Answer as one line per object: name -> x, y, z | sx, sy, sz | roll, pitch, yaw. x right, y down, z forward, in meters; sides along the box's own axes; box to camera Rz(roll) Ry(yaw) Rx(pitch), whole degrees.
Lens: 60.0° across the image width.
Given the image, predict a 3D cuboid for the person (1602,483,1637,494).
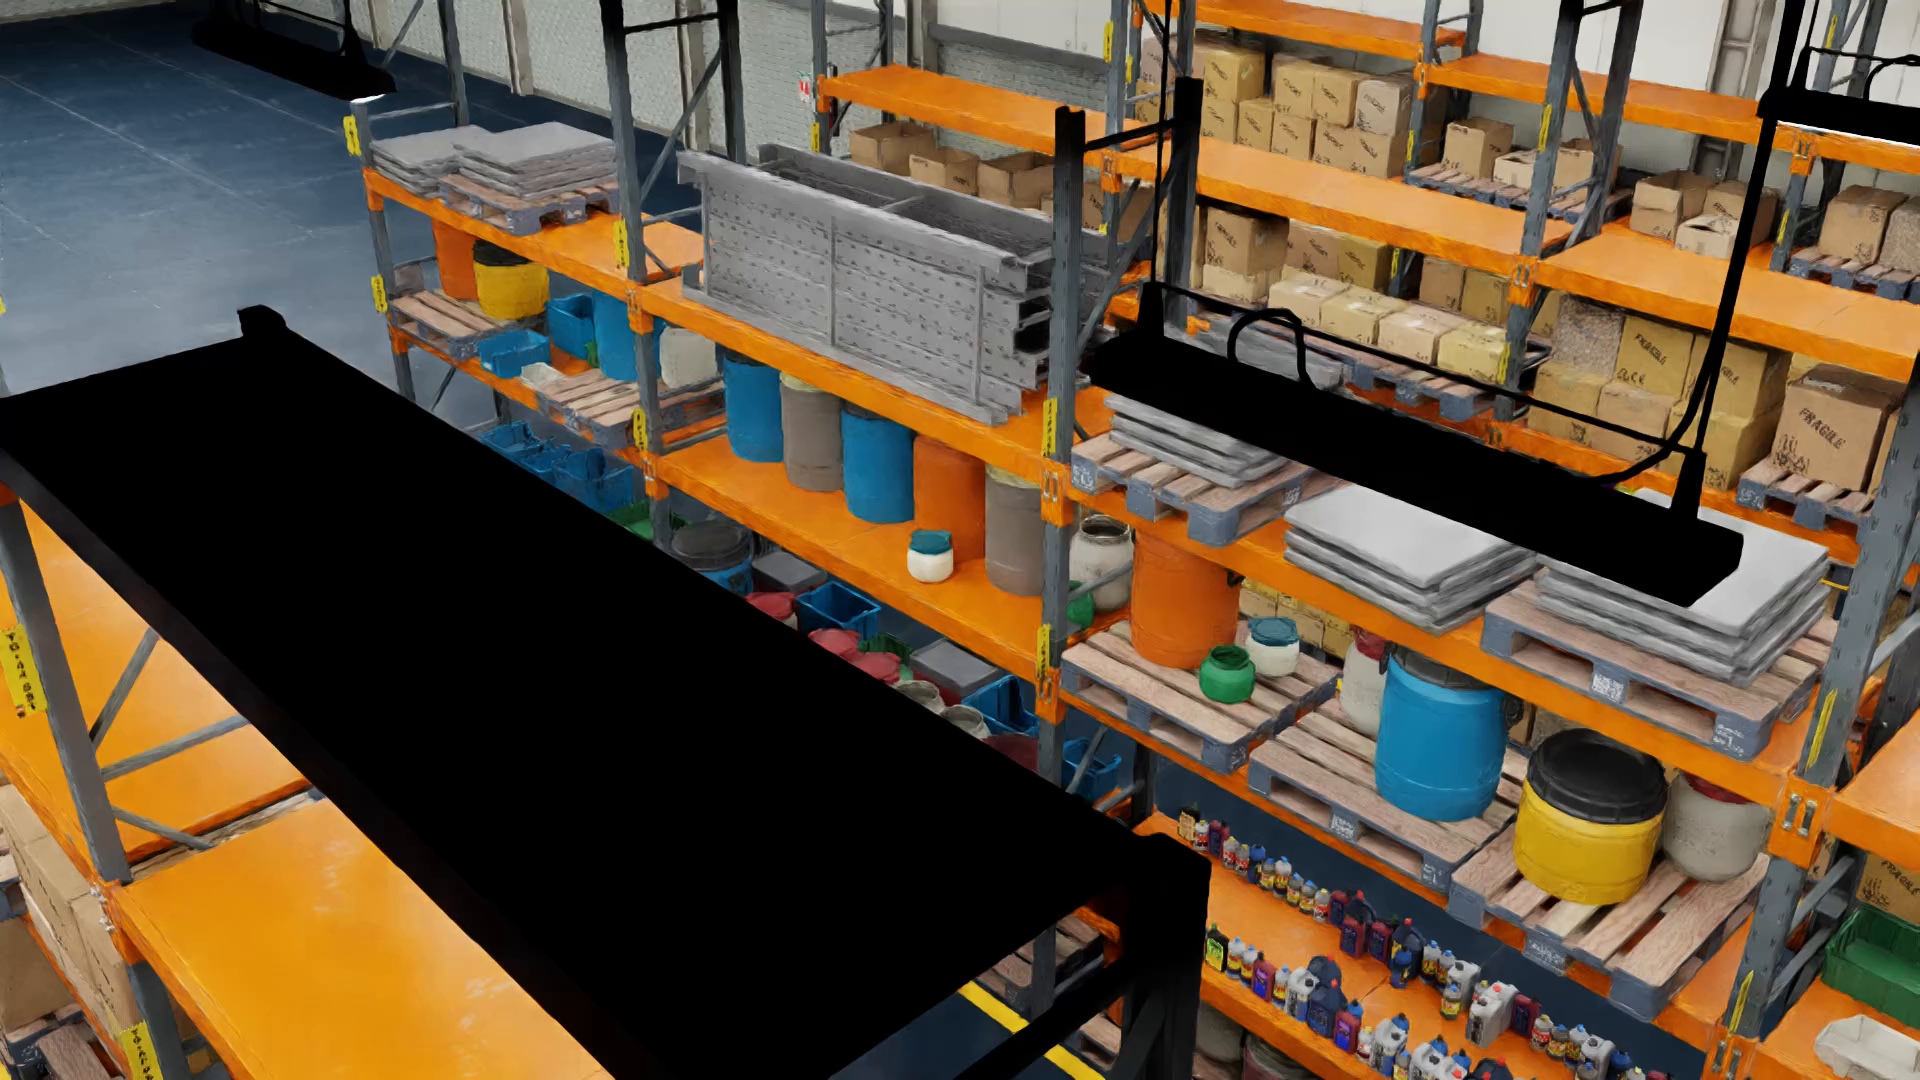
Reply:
person -> 6.105, -0.276, 15.566 | 0.591, 1.716, 1.042 | -25, 37, -39
